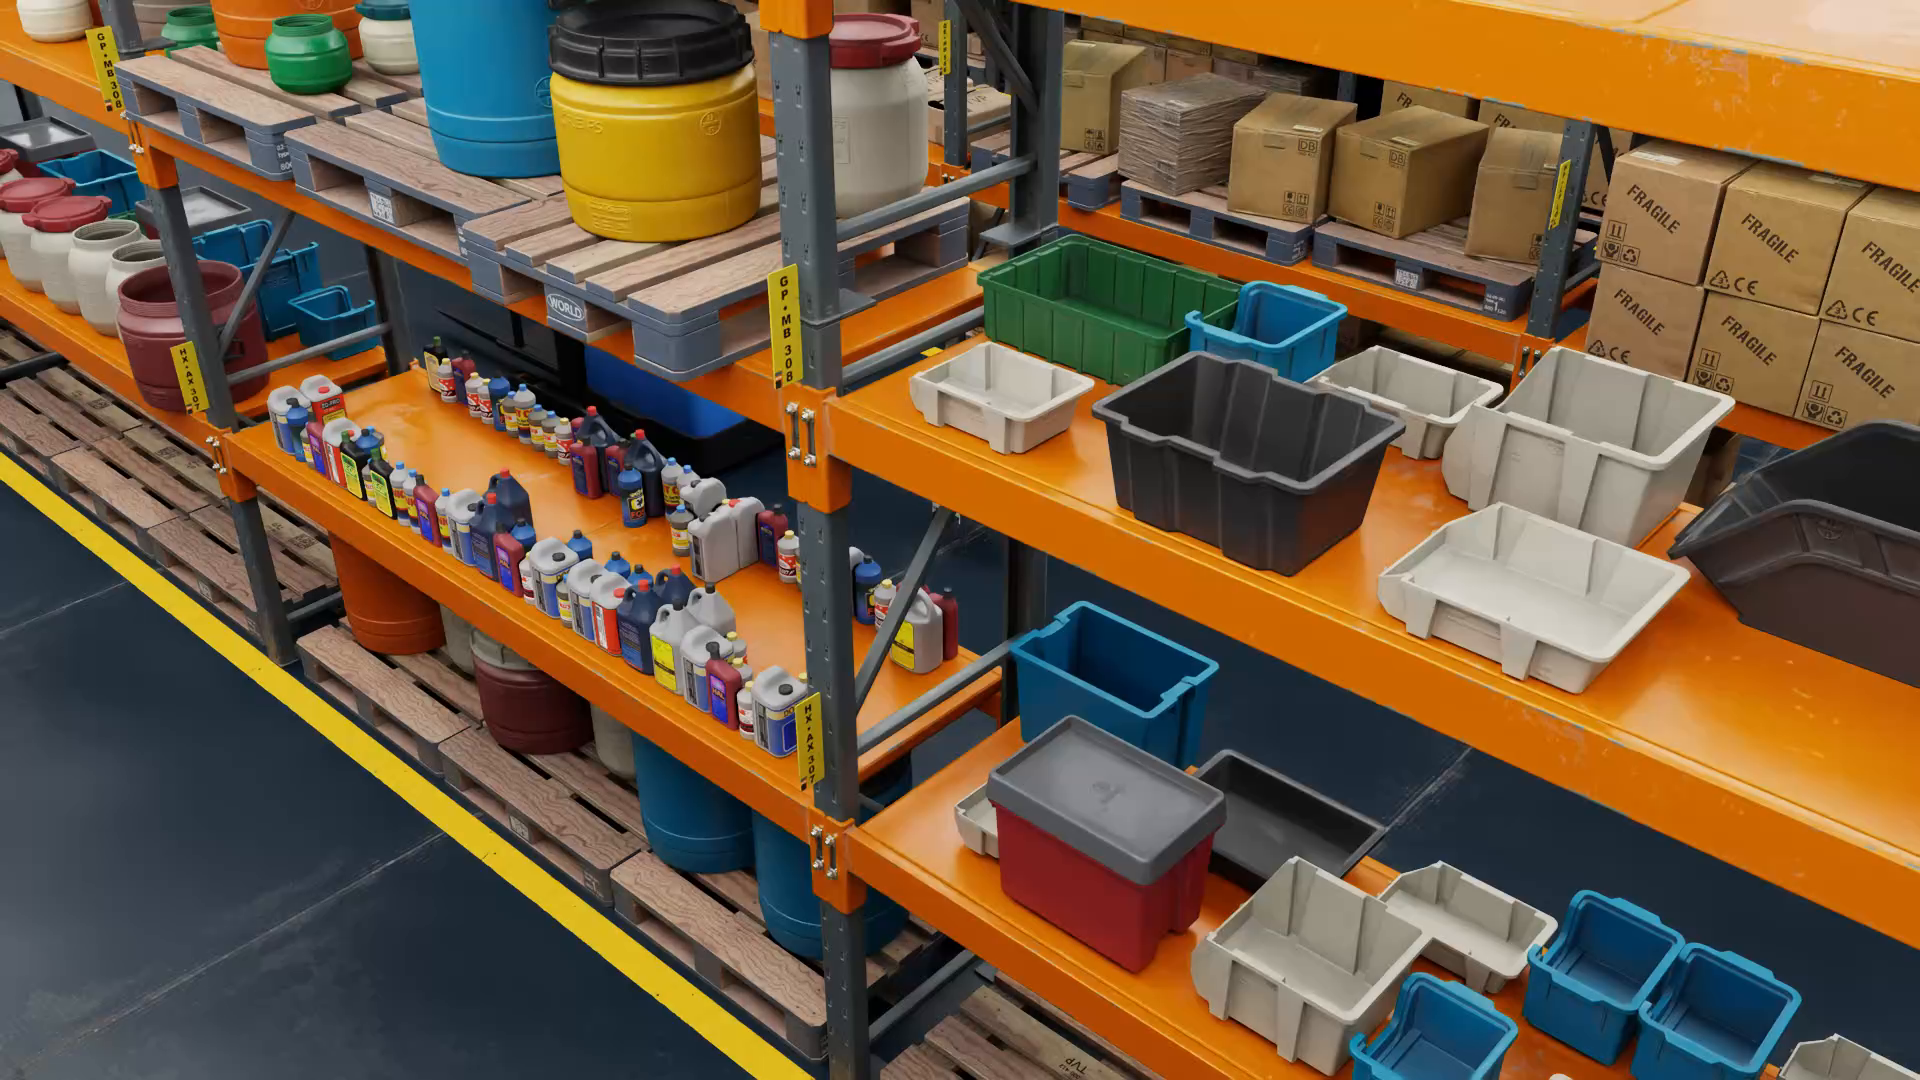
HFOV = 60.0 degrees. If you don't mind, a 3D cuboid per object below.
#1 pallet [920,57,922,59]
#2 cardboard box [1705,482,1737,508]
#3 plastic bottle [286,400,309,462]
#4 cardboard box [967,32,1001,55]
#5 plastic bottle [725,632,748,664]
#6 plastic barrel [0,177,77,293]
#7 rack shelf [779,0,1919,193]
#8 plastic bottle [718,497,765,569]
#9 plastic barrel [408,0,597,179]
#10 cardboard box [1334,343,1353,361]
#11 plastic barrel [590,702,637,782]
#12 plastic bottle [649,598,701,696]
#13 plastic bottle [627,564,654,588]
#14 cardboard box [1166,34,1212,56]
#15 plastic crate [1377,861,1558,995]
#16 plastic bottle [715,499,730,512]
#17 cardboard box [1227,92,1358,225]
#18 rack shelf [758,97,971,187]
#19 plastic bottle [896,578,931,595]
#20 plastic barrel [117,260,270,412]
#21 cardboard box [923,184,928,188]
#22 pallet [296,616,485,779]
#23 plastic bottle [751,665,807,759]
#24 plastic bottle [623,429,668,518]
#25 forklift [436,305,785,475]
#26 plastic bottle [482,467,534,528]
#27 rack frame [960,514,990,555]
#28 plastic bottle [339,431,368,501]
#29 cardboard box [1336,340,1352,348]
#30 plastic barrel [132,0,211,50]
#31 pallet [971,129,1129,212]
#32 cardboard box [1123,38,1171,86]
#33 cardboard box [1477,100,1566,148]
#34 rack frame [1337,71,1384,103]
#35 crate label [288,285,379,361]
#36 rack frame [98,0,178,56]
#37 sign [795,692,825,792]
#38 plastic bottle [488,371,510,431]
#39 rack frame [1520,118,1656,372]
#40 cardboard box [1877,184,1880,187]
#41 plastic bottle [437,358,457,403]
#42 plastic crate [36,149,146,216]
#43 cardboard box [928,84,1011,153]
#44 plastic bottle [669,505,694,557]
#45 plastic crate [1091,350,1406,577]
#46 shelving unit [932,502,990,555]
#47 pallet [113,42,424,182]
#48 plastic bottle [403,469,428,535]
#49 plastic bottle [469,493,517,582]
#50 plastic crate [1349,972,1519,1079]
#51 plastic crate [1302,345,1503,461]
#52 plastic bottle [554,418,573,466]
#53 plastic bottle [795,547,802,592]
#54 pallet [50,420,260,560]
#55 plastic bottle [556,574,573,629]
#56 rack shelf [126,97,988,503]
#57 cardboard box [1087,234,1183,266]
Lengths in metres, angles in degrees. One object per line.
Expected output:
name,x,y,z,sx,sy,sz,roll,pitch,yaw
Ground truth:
pallet,-0.799,-5.480,18.148,1.213,0.211,1.003,25,39,35
cardboard box,4.173,-0.141,8.913,0.250,0.149,0.380,25,39,35
plastic bottle,-2.879,-0.481,7.266,0.097,0.271,0.097,0,31,0
cardboard box,0.215,-5.182,17.269,0.250,0.166,0.380,20,36,29
plastic bottle,-0.795,0.416,5.844,0.097,0.201,0.097,0,31,0
plastic barrel,-4.910,-1.634,8.924,0.433,0.535,0.433,0,31,0
rack shelf,1.398,-0.875,3.063,4.000,0.370,1.077,25,39,35
plastic bottle,-0.859,-0.049,6.544,0.135,0.276,0.152,25,39,35
plastic barrel,-1.453,-1.688,5.344,0.708,0.901,0.600,25,39,35
cardboard box,1.951,-0.896,9.827,0.500,0.500,0.500,26,39,36
plastic barrel,-1.360,0.740,7.117,0.421,0.512,0.421,0,31,0
plastic bottle,-0.986,0.352,5.805,0.185,0.351,0.144,25,39,35
plastic bottle,-1.169,0.211,6.116,0.097,0.271,0.097,0,31,0
cardboard box,2.263,-4.714,15.443,0.500,0.250,0.500,25,39,35
plastic crate,1.408,1.099,4.714,0.466,0.136,0.293,25,39,35
plastic bottle,-0.927,-0.068,6.647,0.097,0.201,0.097,0,31,0
cardboard box,1.890,-2.180,9.458,0.500,0.500,0.700,15,34,23
rack shelf,-1.207,-3.137,12.251,4.000,0.370,1.077,25,39,35
plastic bottle,-0.169,0.238,6.060,0.133,0.283,0.061,25,39,35
plastic barrel,-3.598,-0.964,7.810,0.708,0.536,0.600,25,39,35
cardboard box,-0.310,-2.468,12.156,0.500,0.311,0.500,24,38,34
pallet,-2.438,0.591,8.063,1.213,0.211,1.003,25,39,35
plastic bottle,-0.594,0.564,5.525,0.135,0.276,0.152,25,39,35
plastic bottle,-1.291,-0.286,6.864,0.185,0.351,0.144,25,39,35
forklift,-2.277,-2.278,10.192,3.031,2.935,1.130,25,39,35
plastic bottle,-1.800,-0.134,6.612,0.185,0.351,0.144,25,39,35
rack frame,0.081,-0.348,8.955,0.006,0.900,0.240,25,39,35
plastic bottle,-2.535,-0.313,6.975,0.133,0.283,0.061,25,39,35
cardboard box,2.278,-1.103,10.171,0.500,0.500,0.500,26,39,36
plastic barrel,-3.514,-2.728,7.478,0.600,0.901,0.600,0,31,0
pallet,0.826,-2.463,10.620,1.003,0.211,1.213,25,39,35
cardboard box,1.957,-4.551,15.898,0.500,0.500,0.700,26,39,36
cardboard box,4.700,-3.298,13.496,0.750,0.750,0.750,25,39,35
rack frame,3.597,-4.649,14.064,0.127,3.000,1.000,25,39,35
crate label,-3.111,-1.078,8.294,0.416,0.233,0.303,25,39,35
rack frame,-3.051,-3.431,6.224,0.127,3.000,1.000,25,39,35
sign,-0.455,0.615,5.052,0.005,0.325,0.100,25,39,35
plastic bottle,-2.076,-0.634,7.520,0.097,0.271,0.097,0,31,0
rack frame,3.242,-1.369,8.616,0.127,3.000,1.000,25,39,35
cardboard box,4.172,-1.588,7.913,0.500,0.500,0.500,24,39,34
plastic bottle,-2.391,-0.752,7.783,0.097,0.201,0.097,0,31,0
plastic crate,-4.990,-1.975,9.638,0.575,0.384,0.392,25,39,35
cardboard box,0.036,-2.858,11.175,0.500,0.311,0.500,-27,40,-37
plastic bottle,-1.101,-0.043,6.607,0.097,0.201,0.097,0,31,0
plastic crate,0.652,-0.170,3.843,0.590,0.269,0.497,25,39,35
shelving unit,0.006,-0.383,9.013,0.210,0.900,0.258,25,39,35
pallet,-2.549,-1.763,6.544,1.213,0.211,1.003,25,39,35
plastic bottle,-2.194,-0.162,6.735,0.097,0.271,0.097,0,31,0
plastic bottle,-1.803,-0.029,6.438,0.185,0.351,0.144,25,39,35
plastic crate,1.186,1.342,4.217,0.300,0.233,0.416,25,39,35
plastic crate,1.114,-0.354,4.276,0.466,0.136,0.293,25,39,35
plastic bottle,-1.715,-0.436,7.258,0.097,0.201,0.097,0,31,0
plastic bottle,-0.583,0.092,6.381,0.097,0.201,0.097,0,31,0
pallet,-4.499,-0.371,9.662,1.213,0.211,1.003,25,39,35
plastic bottle,-1.443,0.219,6.171,0.097,0.201,0.097,0,31,0
rack shelf,-1.568,-1.145,6.033,4.000,0.370,1.077,25,39,35
cardboard box,1.172,-1.940,10.835,0.500,0.250,0.500,27,40,37
